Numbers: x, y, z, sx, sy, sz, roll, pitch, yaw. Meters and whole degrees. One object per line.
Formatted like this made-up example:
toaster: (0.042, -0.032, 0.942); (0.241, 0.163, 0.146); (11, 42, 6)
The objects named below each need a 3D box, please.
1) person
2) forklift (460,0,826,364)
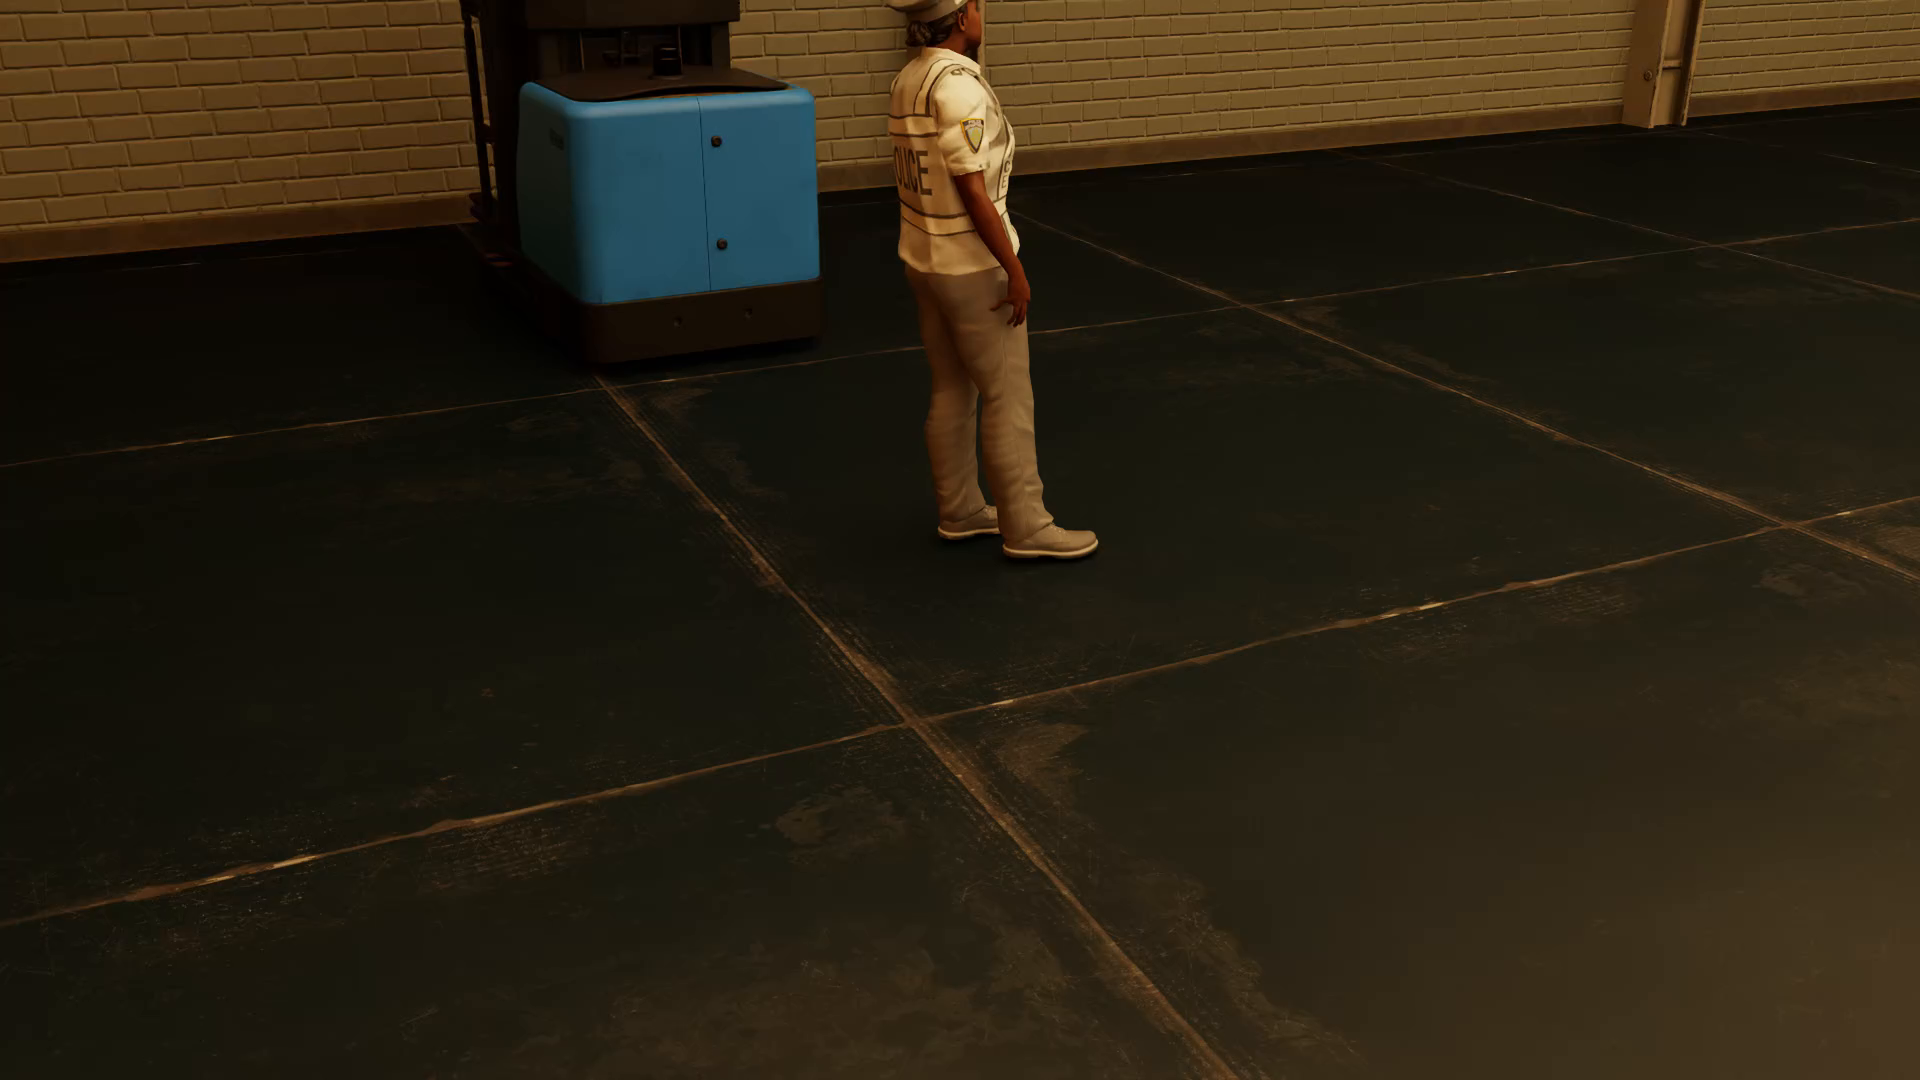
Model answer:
person: (0.076, -0.794, 4.792); (0.528, 1.694, 0.570); (-10, 25, -23)
forklift: (-1.687, -2.581, 7.498); (1.130, 2.935, 3.031); (-11, 25, -25)
